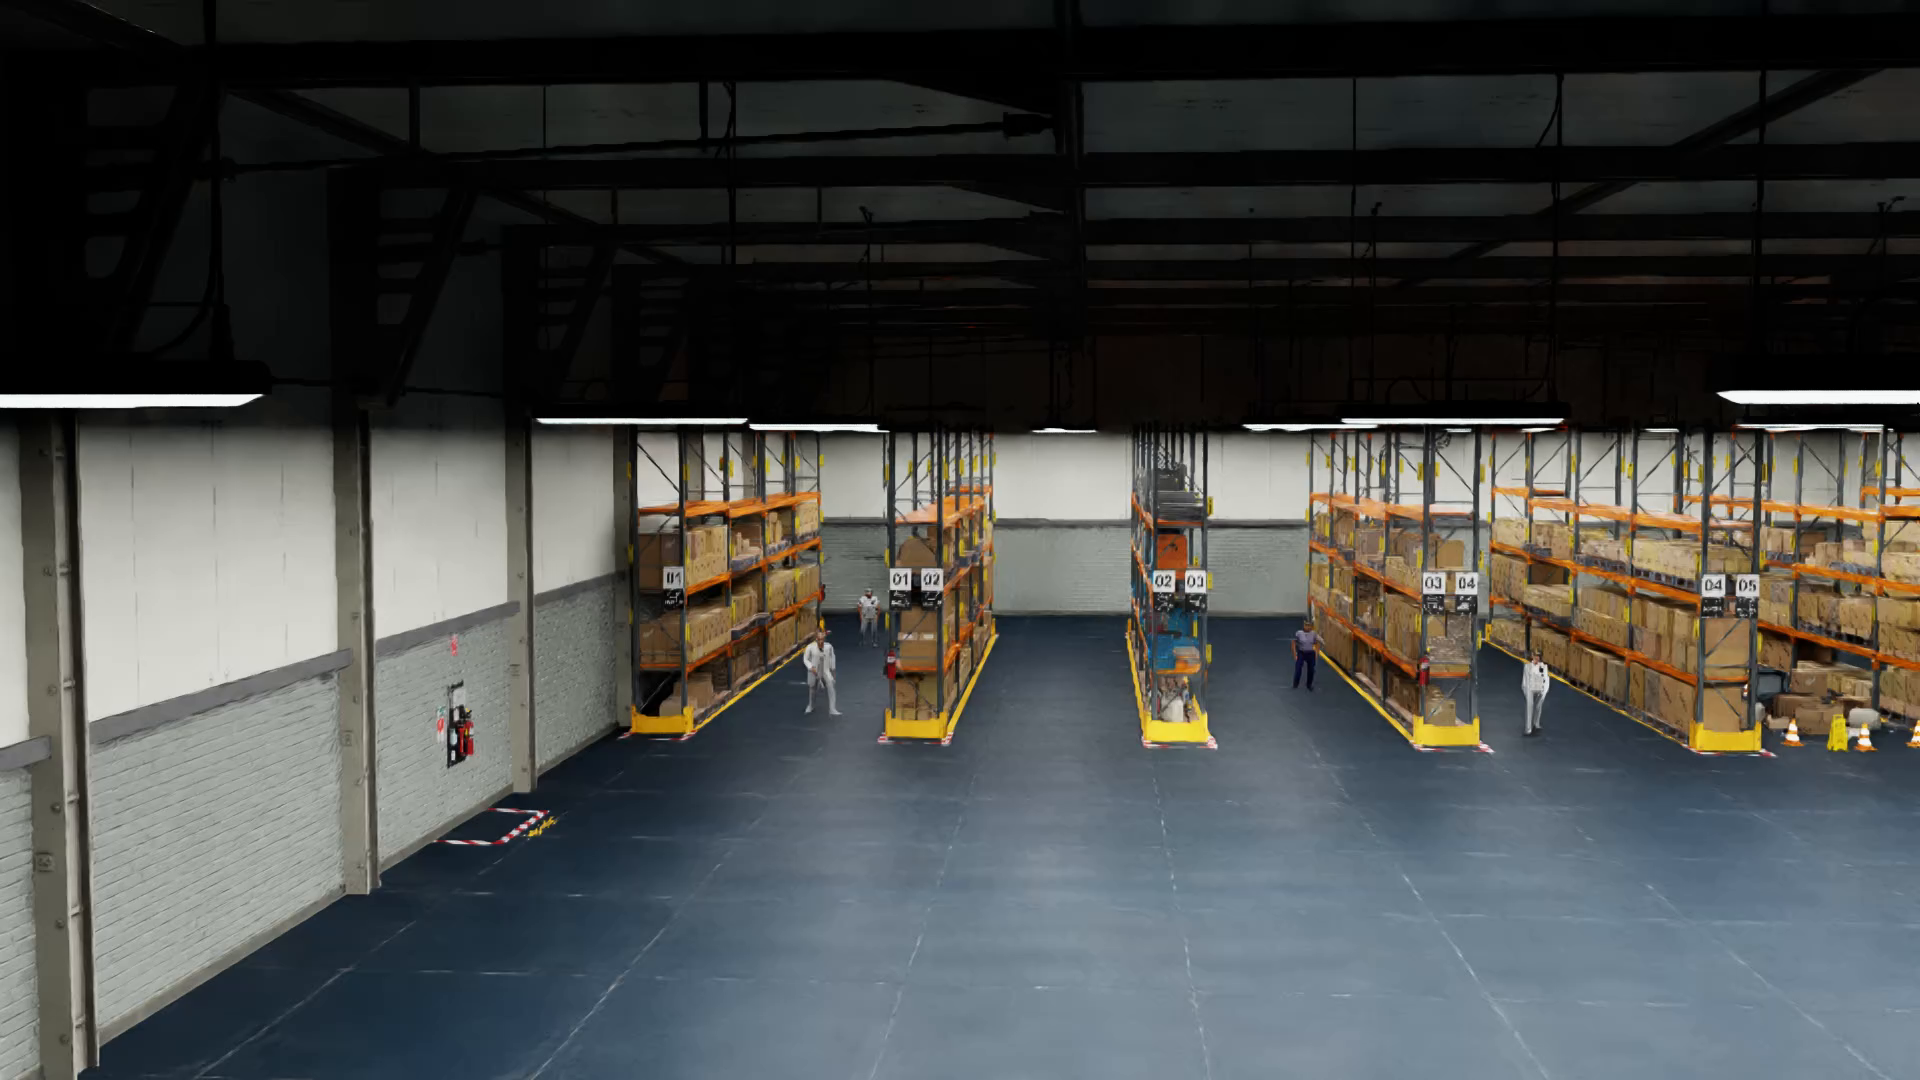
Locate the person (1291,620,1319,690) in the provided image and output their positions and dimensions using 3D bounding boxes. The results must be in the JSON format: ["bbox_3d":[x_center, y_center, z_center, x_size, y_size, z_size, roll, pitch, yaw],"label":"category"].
[{"bbox_3d":[7.732,2.584,37.248,0.625,1.581,0.503,0,4,2],"label":"person"}]

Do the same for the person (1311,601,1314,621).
[{"bbox_3d":[10.997,1.621,51.129,0.579,1.744,0.587,3,5,40],"label":"person"}]

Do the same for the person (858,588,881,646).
[{"bbox_3d":[-2.459,2.083,44.981,0.625,1.607,0.575,0,4,2],"label":"person"}]

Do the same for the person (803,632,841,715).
[{"bbox_3d":[-2.852,2.708,33.931,0.735,1.712,0.905,-1,4,-12],"label":"person"}]

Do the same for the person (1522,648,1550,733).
[{"bbox_3d":[11.052,2.878,31.915,0.482,1.614,0.997,1,4,13],"label":"person"}]
